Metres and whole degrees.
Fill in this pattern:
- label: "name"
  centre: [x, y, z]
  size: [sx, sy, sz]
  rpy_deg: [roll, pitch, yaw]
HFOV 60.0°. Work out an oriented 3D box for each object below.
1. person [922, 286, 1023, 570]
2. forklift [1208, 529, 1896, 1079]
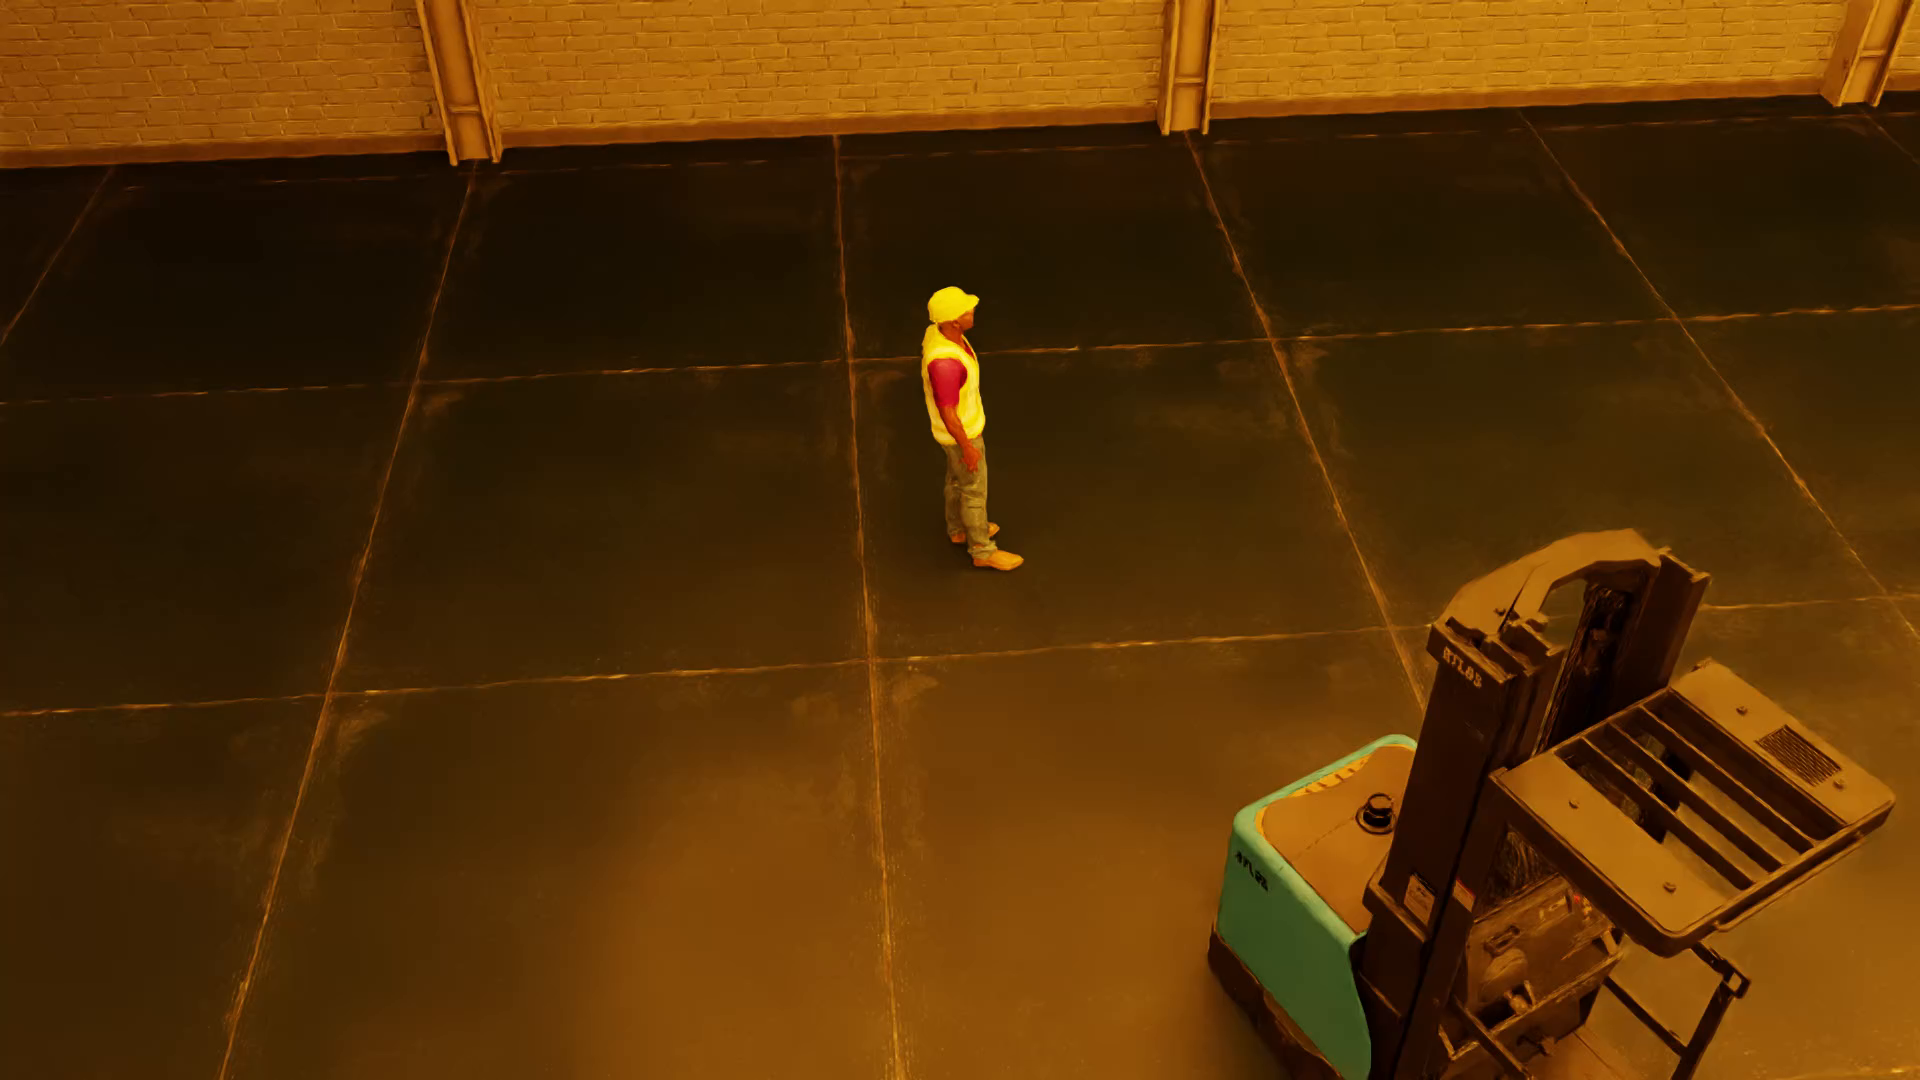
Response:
- label: "person"
  centre: [0.070, -0.677, 9.615]
  size: [0.576, 1.766, 0.665]
  rpy_deg: [-3, 41, -4]
- label: "forklift"
  centre: [2.353, 1.540, 6.137]
  size: [1.130, 2.935, 3.031]
  rpy_deg: [-21, 45, -23]
